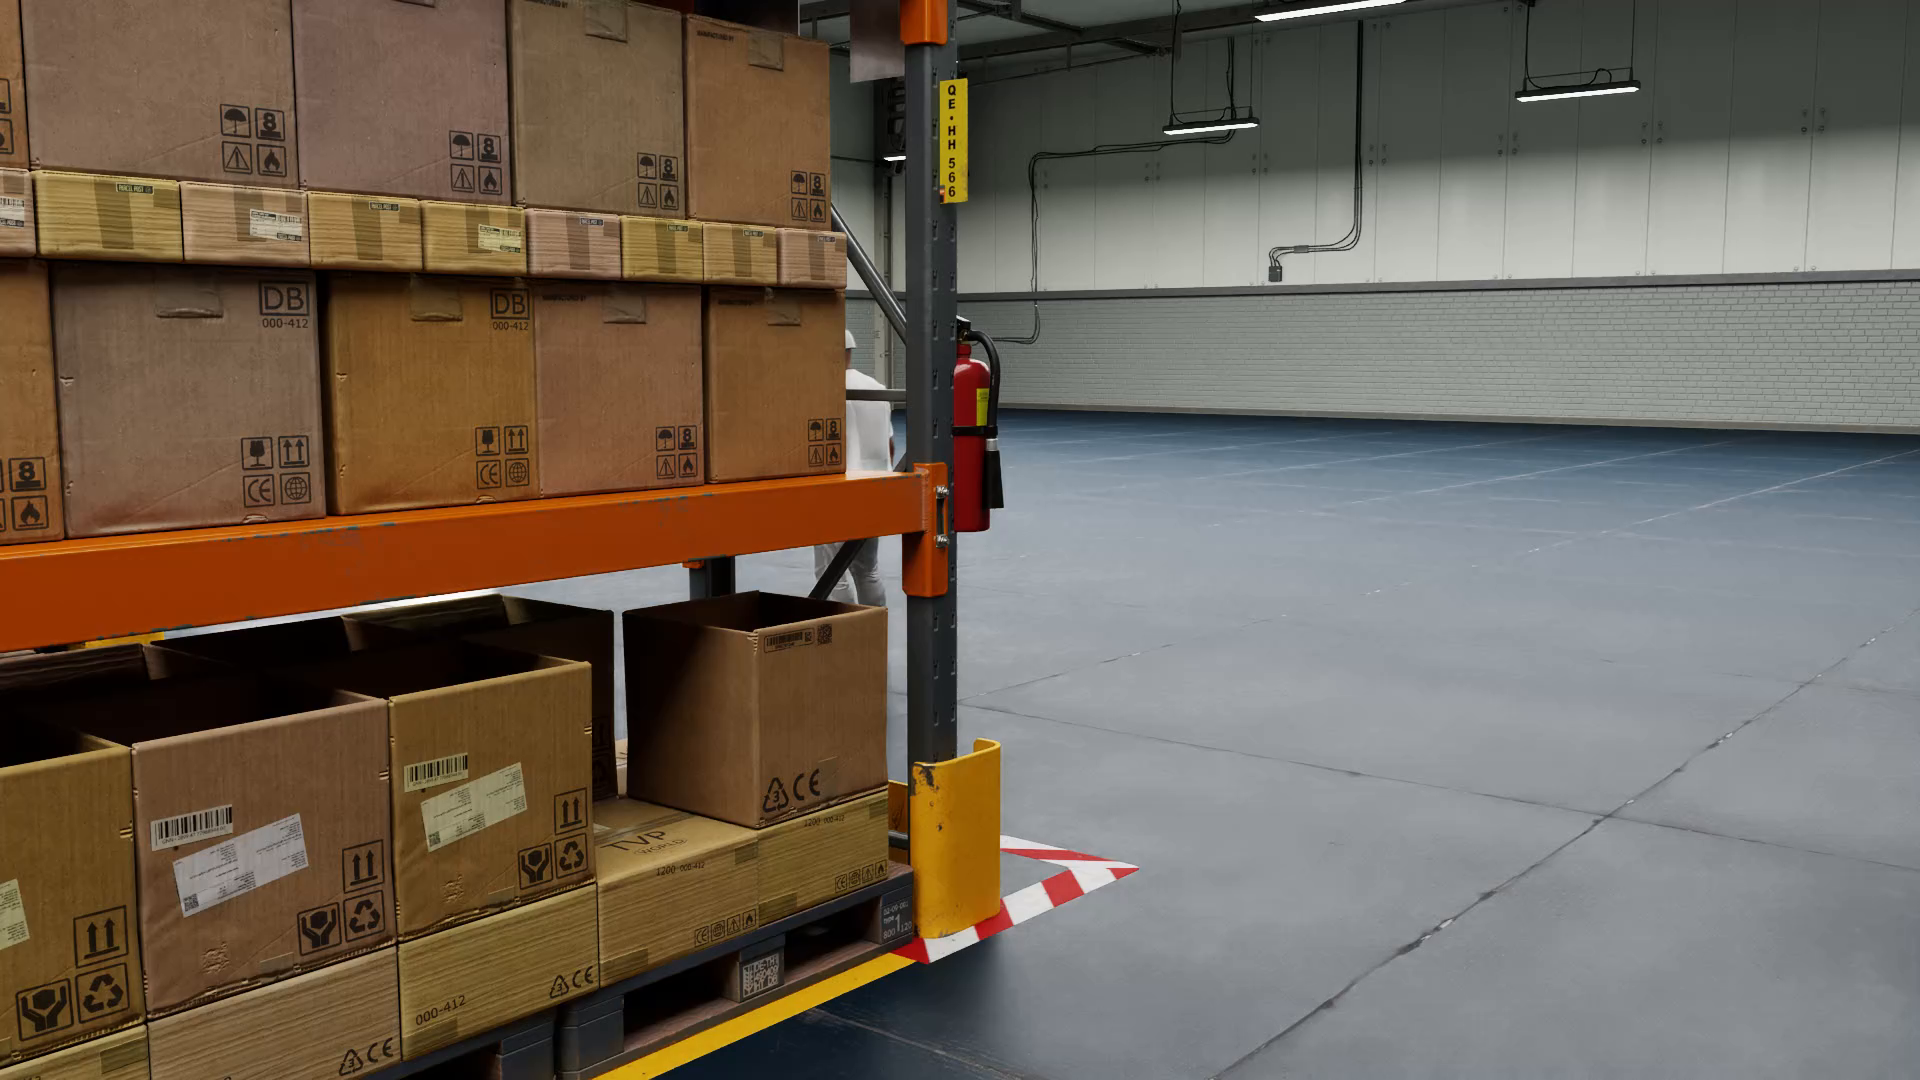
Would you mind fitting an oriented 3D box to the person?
[{"bbox_3d":[-0.589,-0.221,8.564,0.456,1.758,0.627,5,9,39],"label":"person"}]
